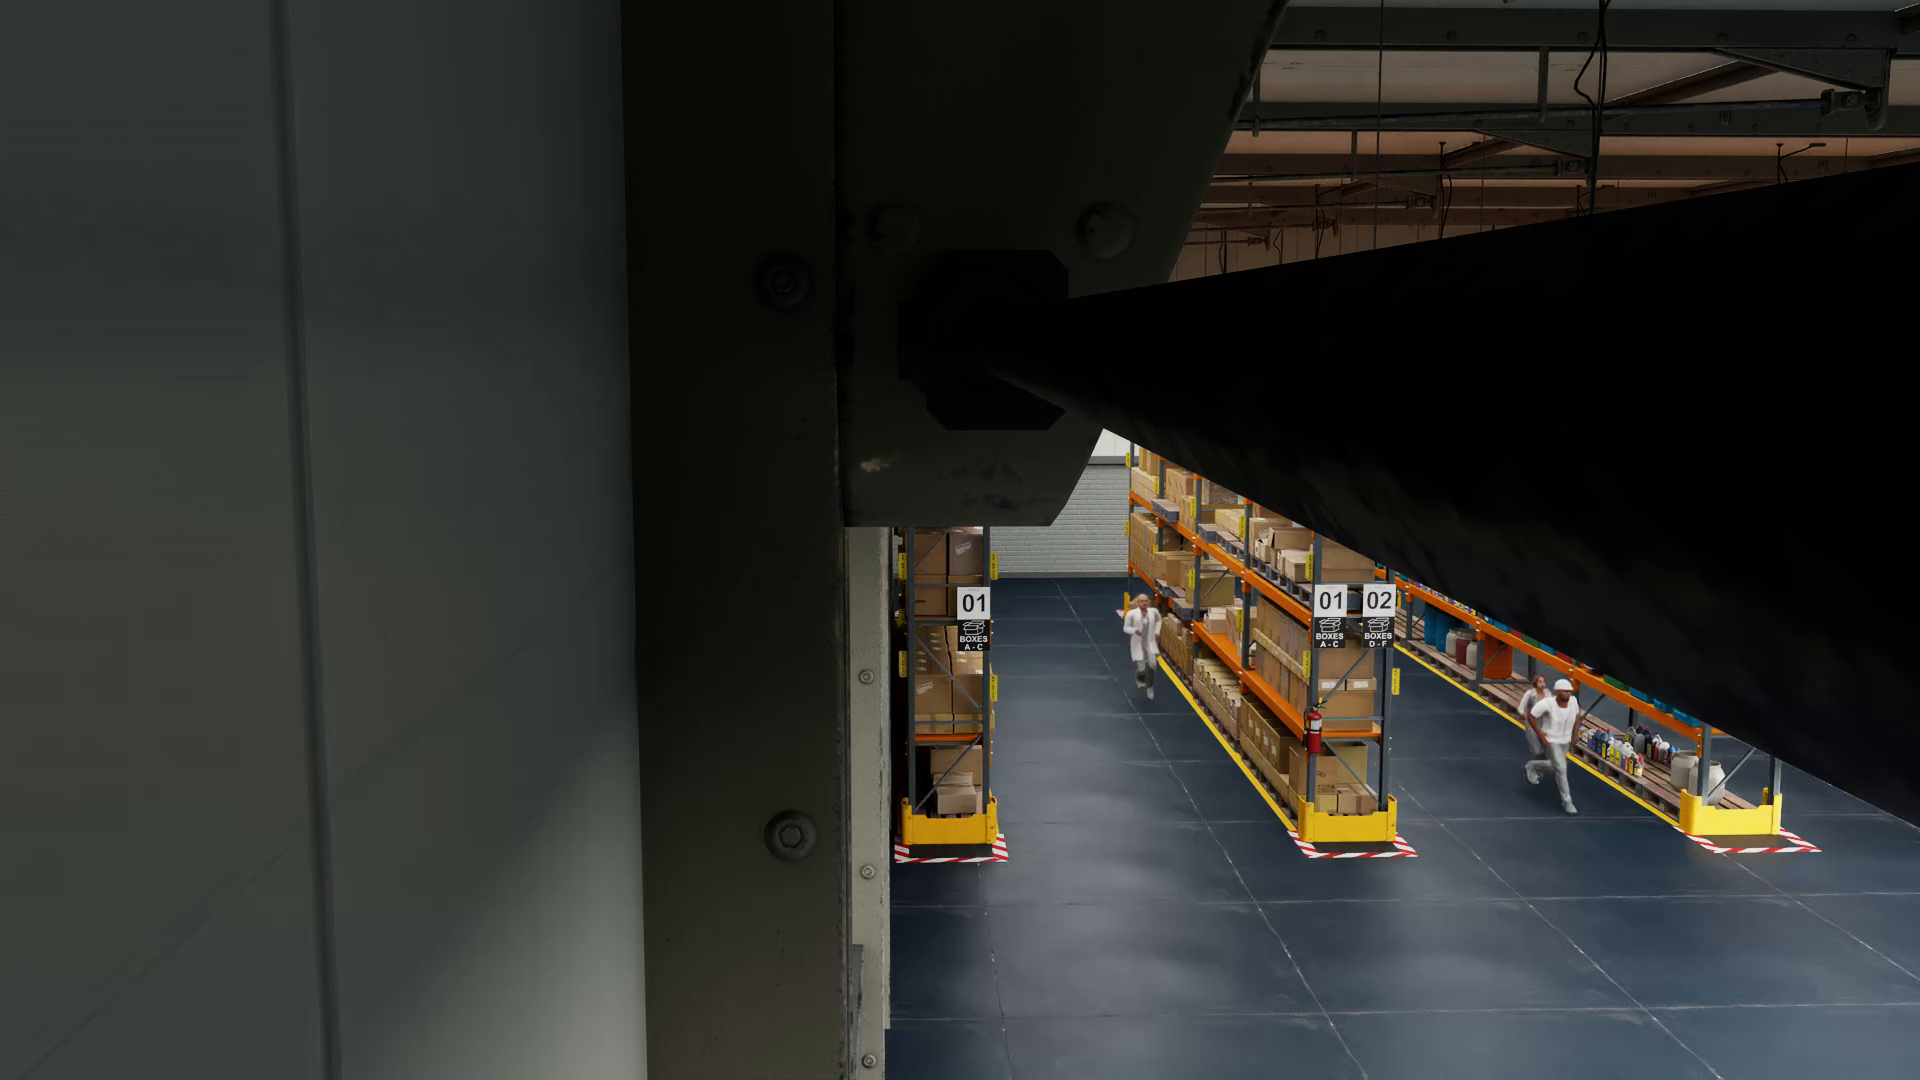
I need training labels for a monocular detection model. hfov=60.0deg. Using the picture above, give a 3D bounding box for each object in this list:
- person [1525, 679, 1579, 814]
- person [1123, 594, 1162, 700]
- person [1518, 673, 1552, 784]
[{"bbox_3d":[7.862,2.671,22.073,0.700,1.752,1.046,-3,8,-21],"label":"person"},{"bbox_3d":[3.067,1.812,27.791,0.682,1.675,0.814,0,7,-1],"label":"person"},{"bbox_3d":[7.997,2.617,23.005,0.545,1.564,0.525,0,7,2],"label":"person"}]
